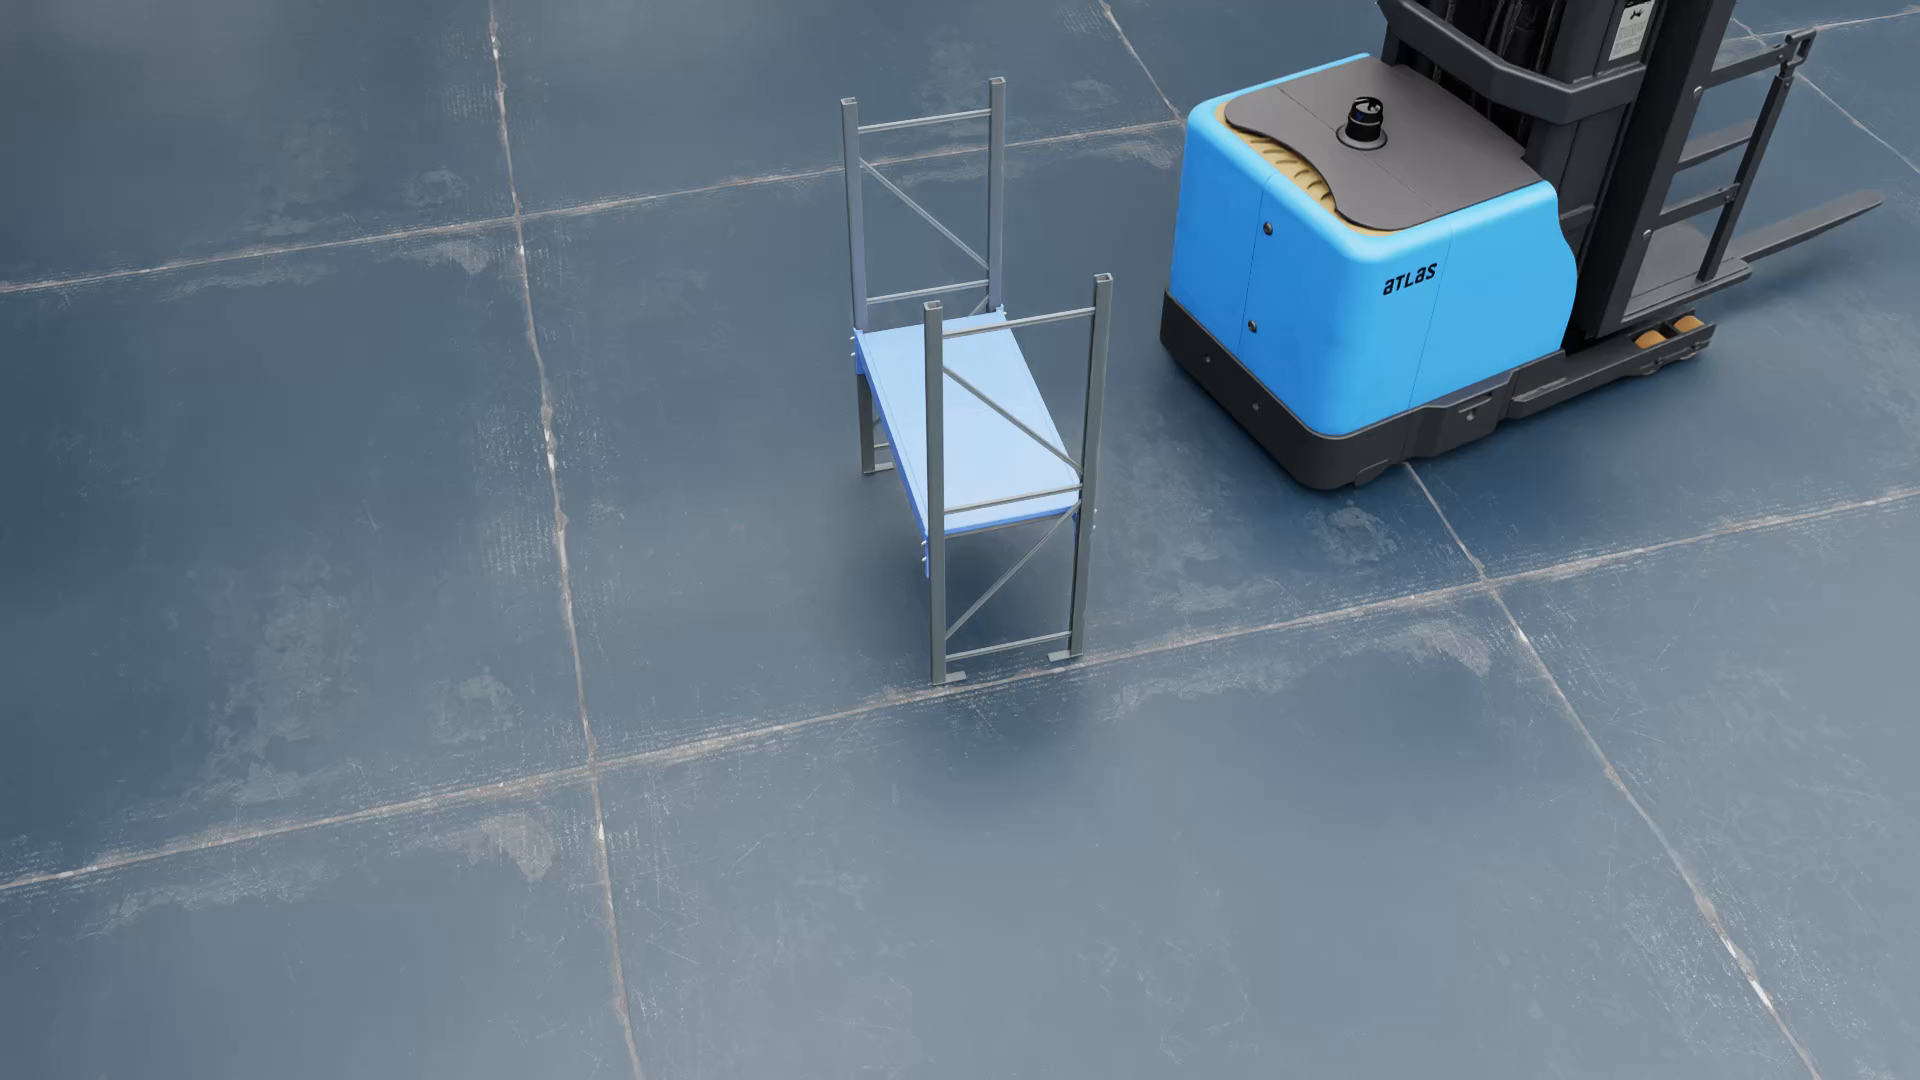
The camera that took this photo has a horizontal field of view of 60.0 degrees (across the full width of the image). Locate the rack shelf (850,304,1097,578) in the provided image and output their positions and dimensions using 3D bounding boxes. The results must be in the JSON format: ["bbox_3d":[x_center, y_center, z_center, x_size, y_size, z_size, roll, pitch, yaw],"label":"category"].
[{"bbox_3d":[0.022,-0.340,5.285,0.538,0.185,1.000,-11,47,-10],"label":"rack shelf"}]

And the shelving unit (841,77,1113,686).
[{"bbox_3d":[0.022,-0.466,5.157,0.538,1.500,1.048,-11,47,-10],"label":"shelving unit"}]

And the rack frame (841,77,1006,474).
[{"bbox_3d":[-0.108,-0.817,5.501,0.500,1.500,0.032,-11,47,-10],"label":"rack frame"}]

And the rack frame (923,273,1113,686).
[{"bbox_3d":[0.152,-0.115,4.813,0.500,1.500,0.032,-11,47,-10],"label":"rack frame"}]

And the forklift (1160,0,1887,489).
[{"bbox_3d":[2.313,-1.970,5.629,3.031,2.935,1.130,-21,49,-20],"label":"forklift"}]
